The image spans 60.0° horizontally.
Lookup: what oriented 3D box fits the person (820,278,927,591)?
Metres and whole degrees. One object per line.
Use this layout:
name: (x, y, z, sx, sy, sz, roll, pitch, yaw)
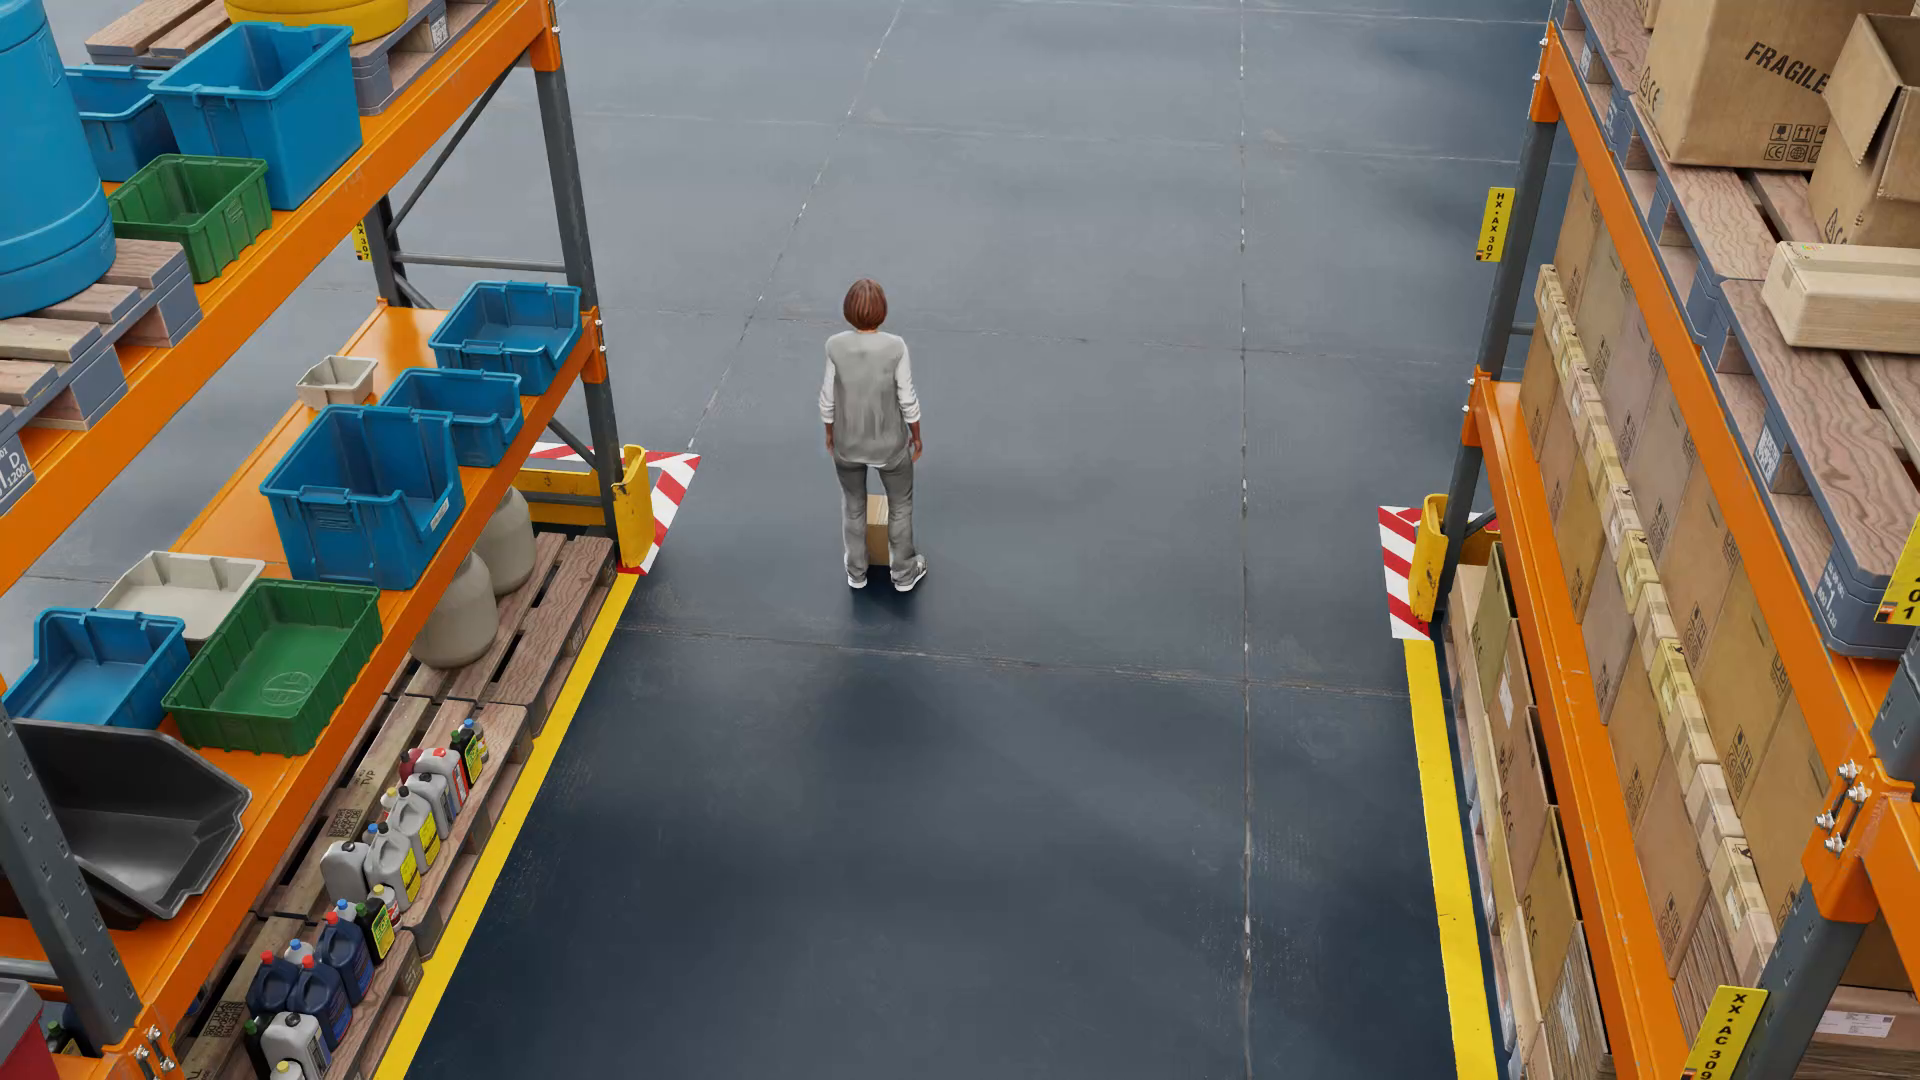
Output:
person: (-0.404, -0.446, 7.645, 0.461, 1.593, 0.343, 5, 37, 6)
